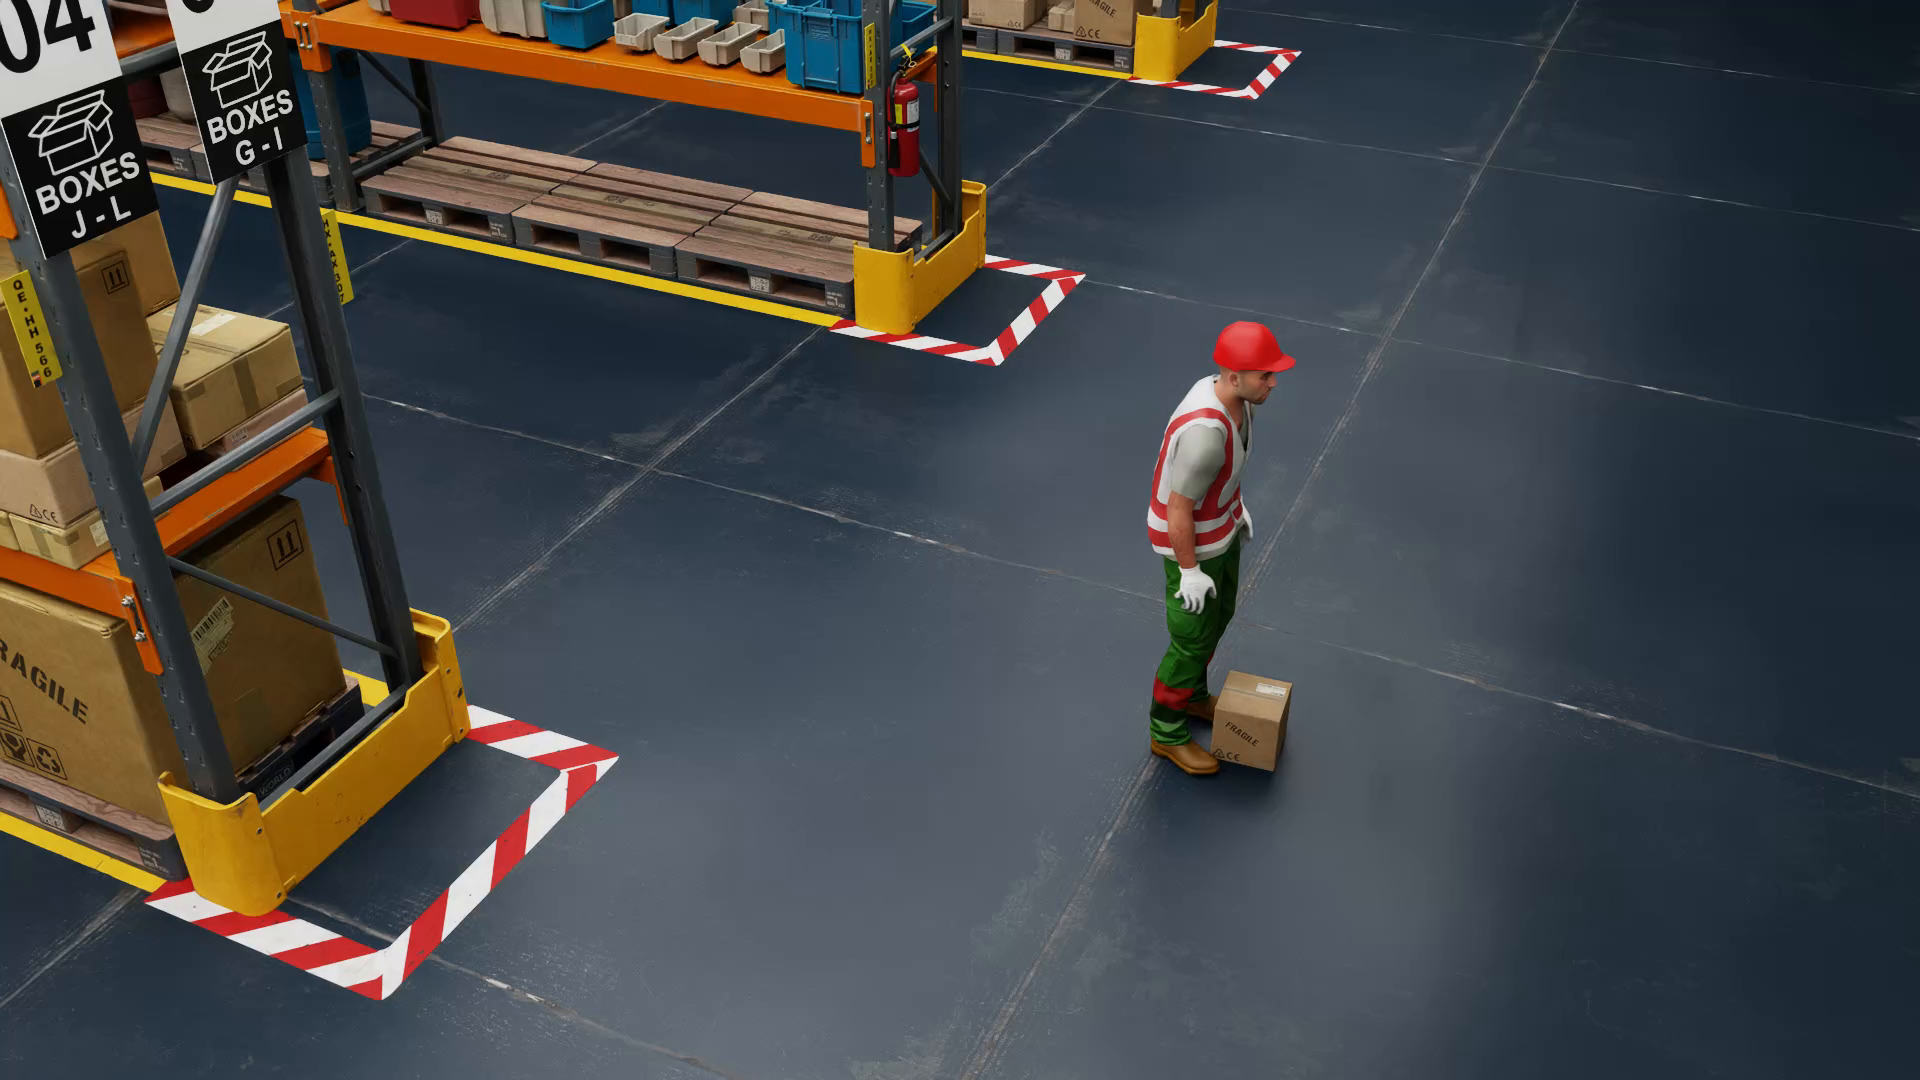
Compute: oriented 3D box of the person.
[{"bbox_3d":[0.920,0.011,6.111,0.448,1.780,0.610,15,36,21],"label":"person"}]
